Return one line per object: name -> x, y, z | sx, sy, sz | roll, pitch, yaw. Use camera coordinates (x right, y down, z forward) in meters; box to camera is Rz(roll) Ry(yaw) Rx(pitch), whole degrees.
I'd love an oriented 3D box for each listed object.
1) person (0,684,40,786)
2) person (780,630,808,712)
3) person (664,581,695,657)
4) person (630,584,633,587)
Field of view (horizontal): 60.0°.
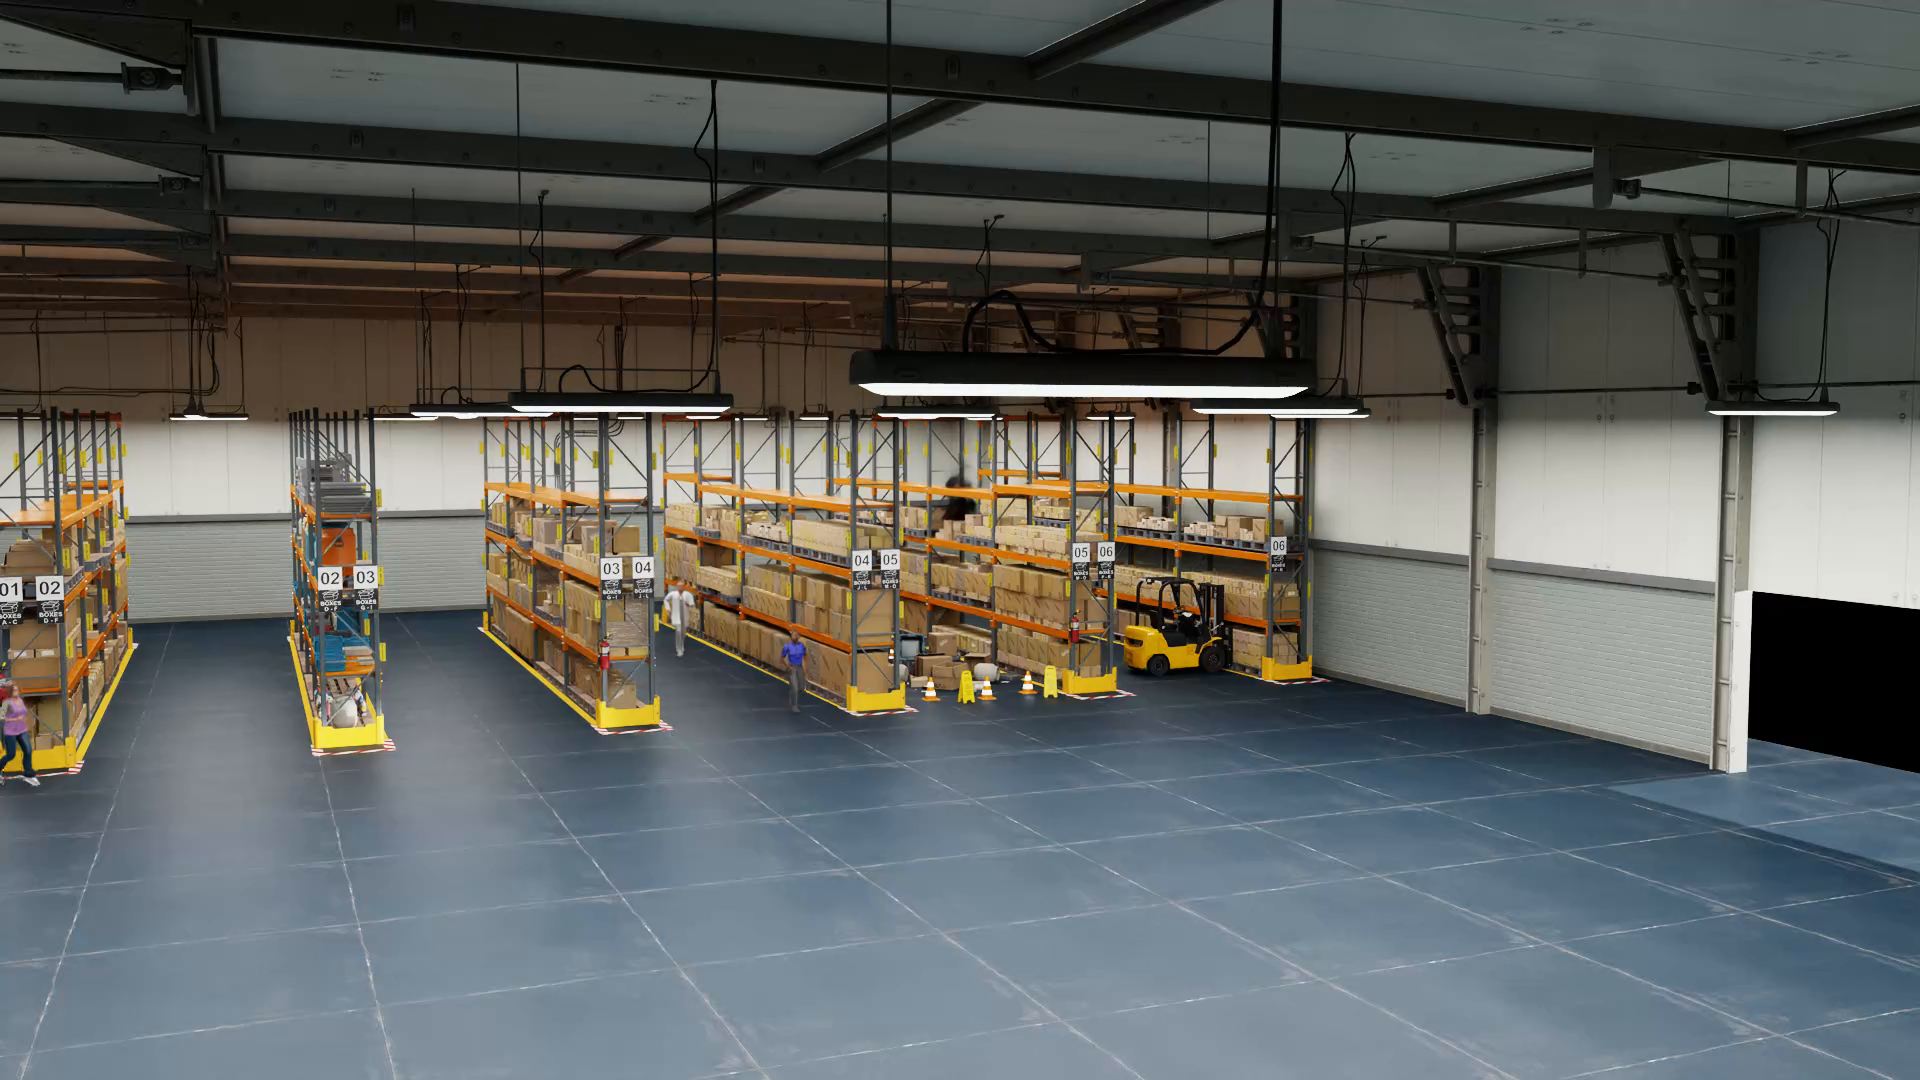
person -> -14.906, 3.117, 26.206 | 0.781, 1.522, 0.544 | 1, 4, 15
person -> -3.310, 2.648, 33.191 | 0.604, 1.535, 0.568 | -2, 5, -29
person -> -6.933, 1.940, 41.205 | 0.677, 1.836, 0.903 | -2, 4, -26
person -> -9.356, 1.503, 48.078 | 0.711, 1.708, 0.555 | 3, 5, 32
